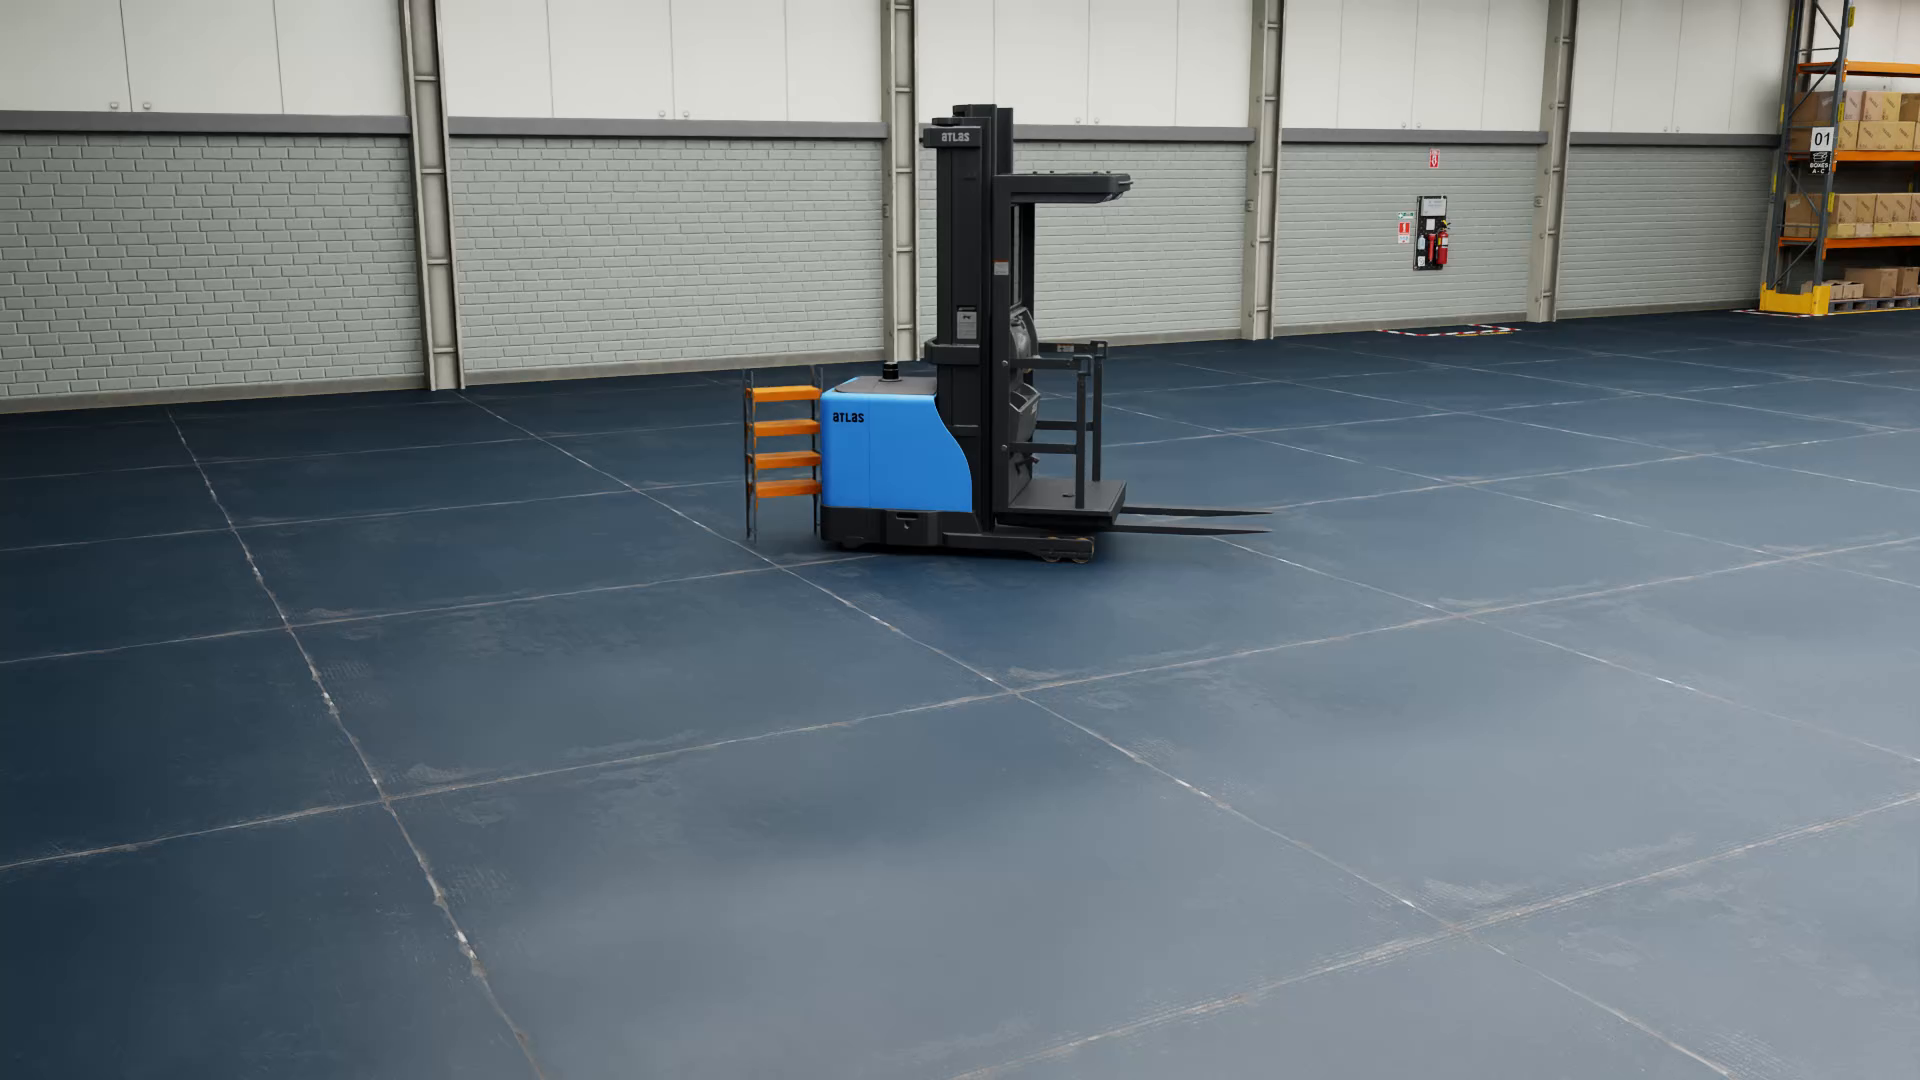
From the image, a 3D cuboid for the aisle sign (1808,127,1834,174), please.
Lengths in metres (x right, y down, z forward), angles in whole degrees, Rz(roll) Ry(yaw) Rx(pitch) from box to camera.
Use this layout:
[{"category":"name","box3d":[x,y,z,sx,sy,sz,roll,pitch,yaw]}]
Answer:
[{"category":"aisle sign","box3d":[14.900,-6.735,28.782,0.004,0.787,0.394,-7,14,-28]}]

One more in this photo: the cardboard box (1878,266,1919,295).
[{"category":"cardboard box","box3d":[17.439,-4.831,30.935,0.500,0.500,0.500,-8,15,-32]}]

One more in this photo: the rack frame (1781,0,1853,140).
[{"category":"rack frame","box3d":[14.819,-8.459,28.700,0.127,3.000,1.000,-7,14,-28]}]

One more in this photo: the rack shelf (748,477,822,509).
[{"category":"rack shelf","box3d":[-1.213,-0.329,11.549,0.480,0.148,0.258,-5,14,-21]}]

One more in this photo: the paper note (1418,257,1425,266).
[{"category":"paper note","box3d":[7.377,-4.453,26.572,0.142,0.148,0.016,-7,14,-28]}]

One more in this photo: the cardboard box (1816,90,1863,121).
[{"category":"cardboard box","box3d":[15.274,-7.535,28.878,0.500,0.500,0.500,-8,15,-32]}]

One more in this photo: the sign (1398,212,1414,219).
[{"category":"sign","box3d":[7.039,-5.125,26.261,0.331,0.109,0.001,-7,14,-28]}]

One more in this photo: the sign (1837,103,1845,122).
[{"category":"sign","box3d":[15.080,-7.317,28.468,0.005,0.325,0.100,-7,14,-28]}]

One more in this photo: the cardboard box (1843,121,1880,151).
[{"category":"cardboard box","box3d":[15.721,-7.090,29.178,0.500,0.500,0.500,-6,14,-24]}]

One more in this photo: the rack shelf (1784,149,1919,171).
[{"category":"rack shelf","box3d":[16.575,-6.855,30.043,4.000,0.370,1.077,-7,14,-28]}]

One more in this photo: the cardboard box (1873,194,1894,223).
[{"category":"cardboard box","box3d":[16.278,-5.930,29.715,0.500,0.500,0.500,-7,15,-30]}]

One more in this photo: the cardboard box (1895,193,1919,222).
[{"category":"cardboard box","box3d":[17.181,-6.041,30.210,0.500,0.500,0.500,-7,15,-29]}]

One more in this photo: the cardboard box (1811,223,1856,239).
[{"category":"cardboard box","box3d":[15.400,-5.459,29.329,0.500,0.250,0.500,-7,15,-29]}]

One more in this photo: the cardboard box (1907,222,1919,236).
[{"category":"cardboard box","box3d":[17.185,-5.674,30.287,0.500,0.250,0.500,-7,14,-28]}]

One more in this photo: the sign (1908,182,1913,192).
[{"category":"sign","box3d":[18.061,-6.624,31.574,0.005,0.325,0.100,-7,14,-28]}]

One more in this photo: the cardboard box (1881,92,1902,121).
[{"category":"cardboard box","box3d":[16.183,-7.634,29.318,0.500,0.500,0.500,-6,14,-26]}]

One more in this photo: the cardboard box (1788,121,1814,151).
[{"category":"cardboard box","box3d":[15.064,-7.147,29.428,0.500,0.500,0.500,-6,14,-24]}]

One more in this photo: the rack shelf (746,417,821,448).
[{"category":"rack shelf","box3d":[-1.213,-0.741,11.457,0.480,0.148,0.258,-5,14,-21]}]

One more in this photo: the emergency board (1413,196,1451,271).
[{"category":"emergency board","box3d":[7.566,-4.888,26.499,0.643,1.169,0.194,-7,14,-28]}]

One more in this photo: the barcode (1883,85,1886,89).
[{"category":"barcode","box3d":[16.904,-8.280,30.409,0.075,0.075,0.001,-7,14,-28]}]

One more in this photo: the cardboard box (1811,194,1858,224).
[{"category":"cardboard box","box3d":[15.383,-5.827,29.256,0.500,0.500,0.500,-7,14,-28]}]

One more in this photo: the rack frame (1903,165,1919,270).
[{"category":"rack frame","box3d":[18.330,-5.953,31.228,0.127,3.000,1.000,-7,14,-28]}]

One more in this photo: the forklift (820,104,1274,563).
[{"category":"forklift","box3d":[0.617,-1.404,11.172,3.031,2.935,1.130,2,13,11]}]

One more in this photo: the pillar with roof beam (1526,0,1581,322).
[{"category":"pillar with roof beam","box3d":[11.816,-7.238,23.276,0.400,9.000,9.100,-7,14,-28]}]

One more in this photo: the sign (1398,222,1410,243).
[{"category":"sign","box3d":[7.031,-4.868,26.325,0.234,0.329,0.001,-7,14,-28]}]

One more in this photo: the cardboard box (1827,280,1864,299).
[{"category":"cardboard box","box3d":[15.970,-4.550,30.118,0.500,0.311,0.500,-6,14,-23]}]

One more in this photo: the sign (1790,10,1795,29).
[{"category":"sign","box3d":[14.571,-9.101,29.064,0.005,0.325,0.100,-7,14,-28]}]

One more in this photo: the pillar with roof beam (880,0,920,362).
[{"category":"pillar with roof beam","box3d":[1.283,-5.976,17.667,0.400,9.000,9.100,-7,14,-28]}]

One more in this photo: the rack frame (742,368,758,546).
[{"category":"rack frame","box3d":[-1.440,-0.569,11.404,0.015,1.200,0.240,-5,14,-21]}]

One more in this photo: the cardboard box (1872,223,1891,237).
[{"category":"cardboard box","box3d":[16.299,-5.568,29.817,0.500,0.250,0.500,-7,15,-29]}]

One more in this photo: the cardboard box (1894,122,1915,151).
[{"category":"cardboard box","box3d":[16.635,-7.206,29.693,0.500,0.500,0.500,-6,14,-24]}]

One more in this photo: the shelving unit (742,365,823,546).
[{"category":"shelving unit","box3d":[-1.213,-0.588,11.491,0.503,1.200,0.258,-5,14,-21]}]

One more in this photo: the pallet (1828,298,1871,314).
[{"category":"pallet","box3d":[15.616,-4.258,30.049,1.213,0.211,1.003,-7,14,-28]}]

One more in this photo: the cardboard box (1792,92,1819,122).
[{"category":"cardboard box","box3d":[15.073,-7.637,29.331,0.500,0.500,0.500,-6,14,-25]}]
